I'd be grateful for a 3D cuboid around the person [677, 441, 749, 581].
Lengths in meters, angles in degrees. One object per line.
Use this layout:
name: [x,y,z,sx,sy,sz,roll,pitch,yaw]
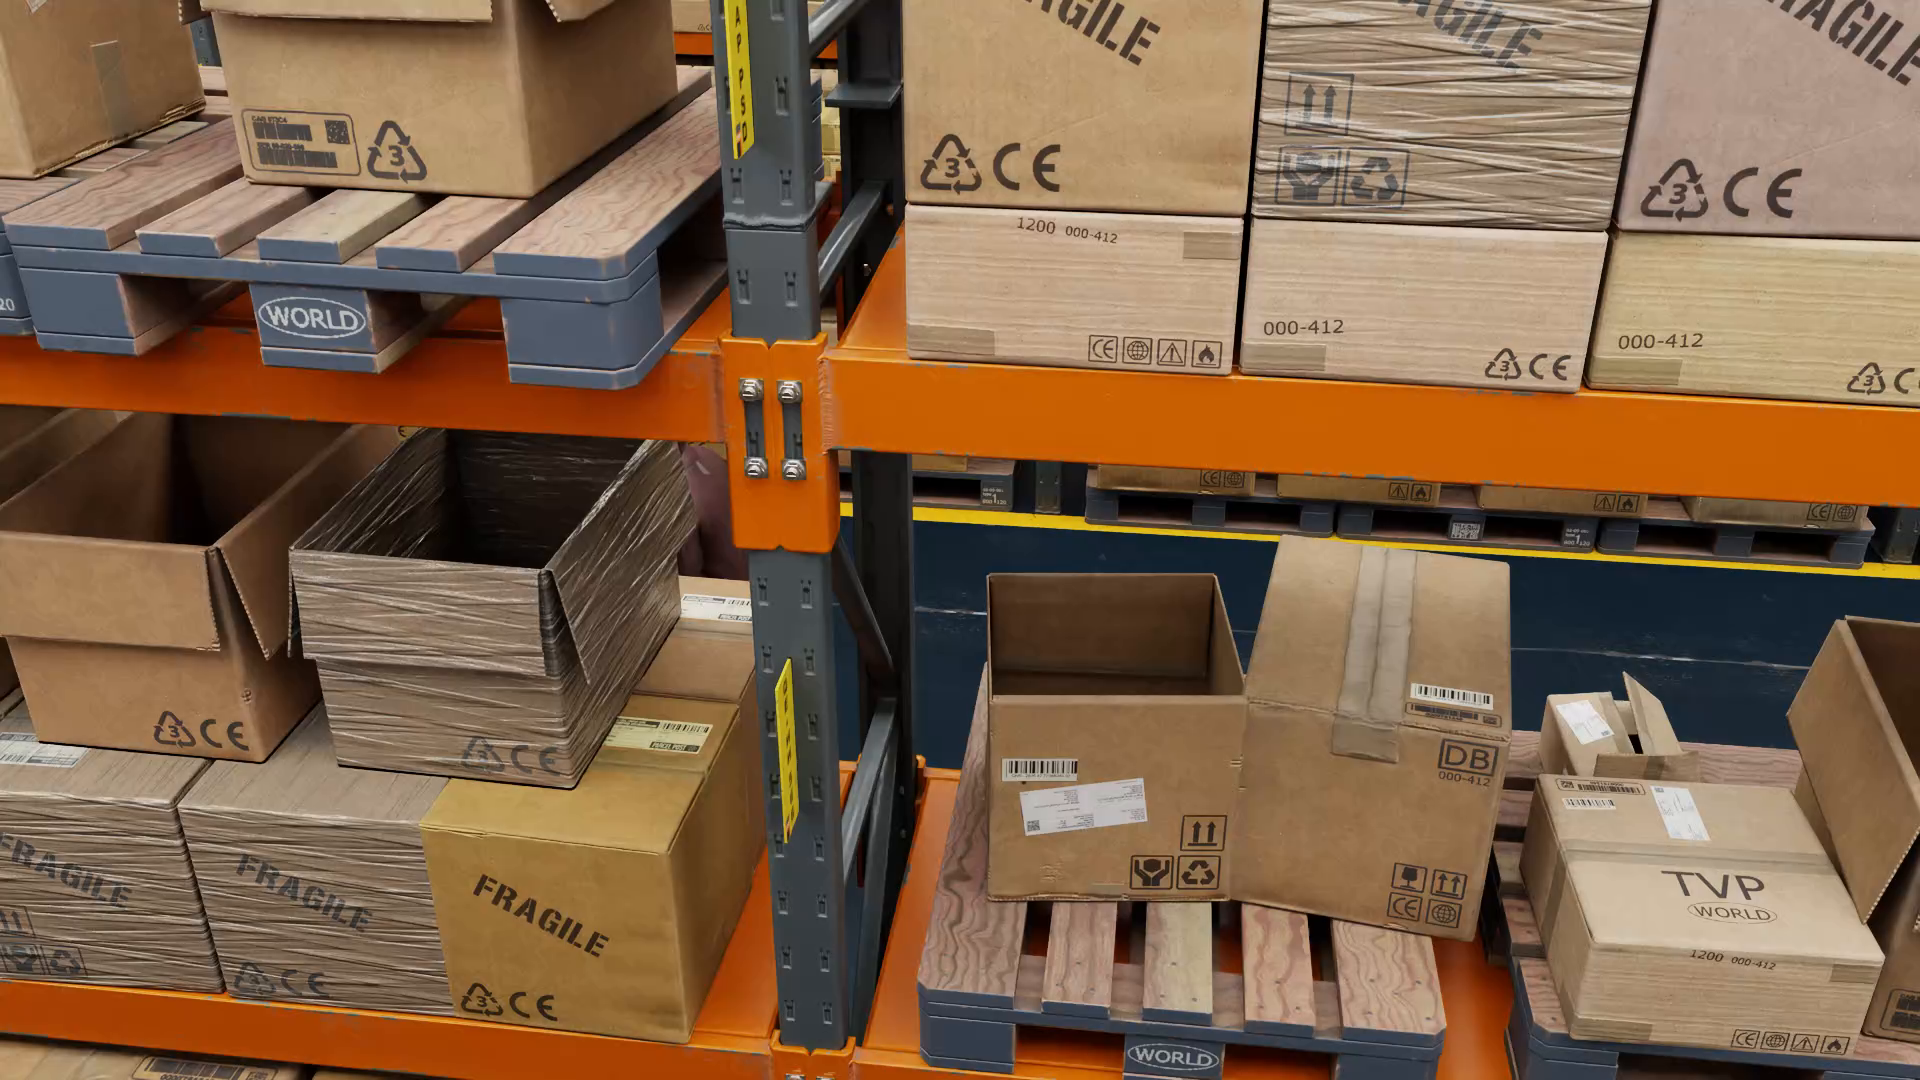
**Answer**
person: [-0.889,0.328,5.520,0.416,1.774,0.656,3,28,5]
